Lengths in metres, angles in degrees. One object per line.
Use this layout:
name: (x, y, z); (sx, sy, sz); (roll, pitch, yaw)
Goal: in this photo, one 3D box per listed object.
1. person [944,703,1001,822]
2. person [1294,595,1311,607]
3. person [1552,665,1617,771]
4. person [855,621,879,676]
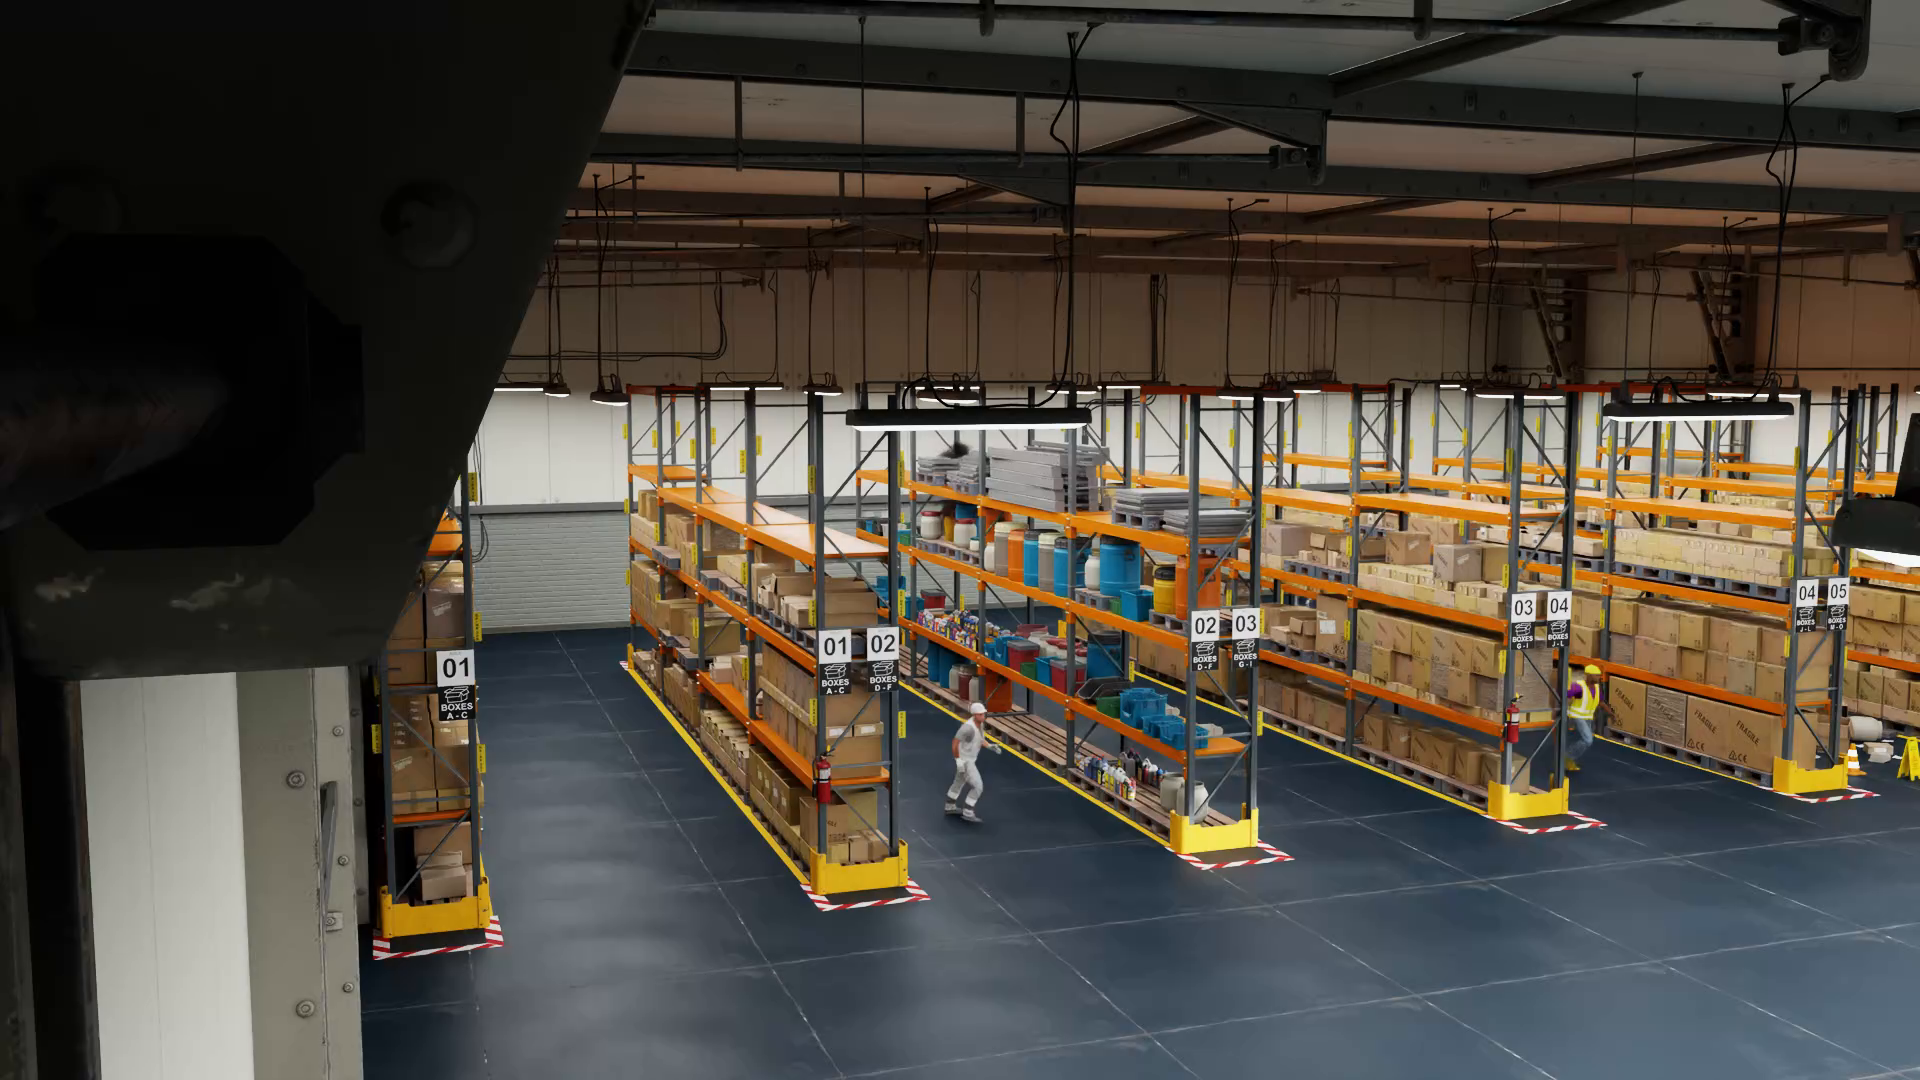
person: (0.154, 3.103, 23.279); (0.843, 1.737, 0.674); (1, 6, 12)
person: (8.873, 1.064, 43.352); (0.537, 1.573, 0.783); (5, 8, 42)
person: (9.775, 2.785, 25.968); (0.685, 1.707, 0.821); (-4, 7, -35)
person: (-1.862, 2.161, 32.325); (0.670, 1.761, 0.665); (-1, 6, -11)
